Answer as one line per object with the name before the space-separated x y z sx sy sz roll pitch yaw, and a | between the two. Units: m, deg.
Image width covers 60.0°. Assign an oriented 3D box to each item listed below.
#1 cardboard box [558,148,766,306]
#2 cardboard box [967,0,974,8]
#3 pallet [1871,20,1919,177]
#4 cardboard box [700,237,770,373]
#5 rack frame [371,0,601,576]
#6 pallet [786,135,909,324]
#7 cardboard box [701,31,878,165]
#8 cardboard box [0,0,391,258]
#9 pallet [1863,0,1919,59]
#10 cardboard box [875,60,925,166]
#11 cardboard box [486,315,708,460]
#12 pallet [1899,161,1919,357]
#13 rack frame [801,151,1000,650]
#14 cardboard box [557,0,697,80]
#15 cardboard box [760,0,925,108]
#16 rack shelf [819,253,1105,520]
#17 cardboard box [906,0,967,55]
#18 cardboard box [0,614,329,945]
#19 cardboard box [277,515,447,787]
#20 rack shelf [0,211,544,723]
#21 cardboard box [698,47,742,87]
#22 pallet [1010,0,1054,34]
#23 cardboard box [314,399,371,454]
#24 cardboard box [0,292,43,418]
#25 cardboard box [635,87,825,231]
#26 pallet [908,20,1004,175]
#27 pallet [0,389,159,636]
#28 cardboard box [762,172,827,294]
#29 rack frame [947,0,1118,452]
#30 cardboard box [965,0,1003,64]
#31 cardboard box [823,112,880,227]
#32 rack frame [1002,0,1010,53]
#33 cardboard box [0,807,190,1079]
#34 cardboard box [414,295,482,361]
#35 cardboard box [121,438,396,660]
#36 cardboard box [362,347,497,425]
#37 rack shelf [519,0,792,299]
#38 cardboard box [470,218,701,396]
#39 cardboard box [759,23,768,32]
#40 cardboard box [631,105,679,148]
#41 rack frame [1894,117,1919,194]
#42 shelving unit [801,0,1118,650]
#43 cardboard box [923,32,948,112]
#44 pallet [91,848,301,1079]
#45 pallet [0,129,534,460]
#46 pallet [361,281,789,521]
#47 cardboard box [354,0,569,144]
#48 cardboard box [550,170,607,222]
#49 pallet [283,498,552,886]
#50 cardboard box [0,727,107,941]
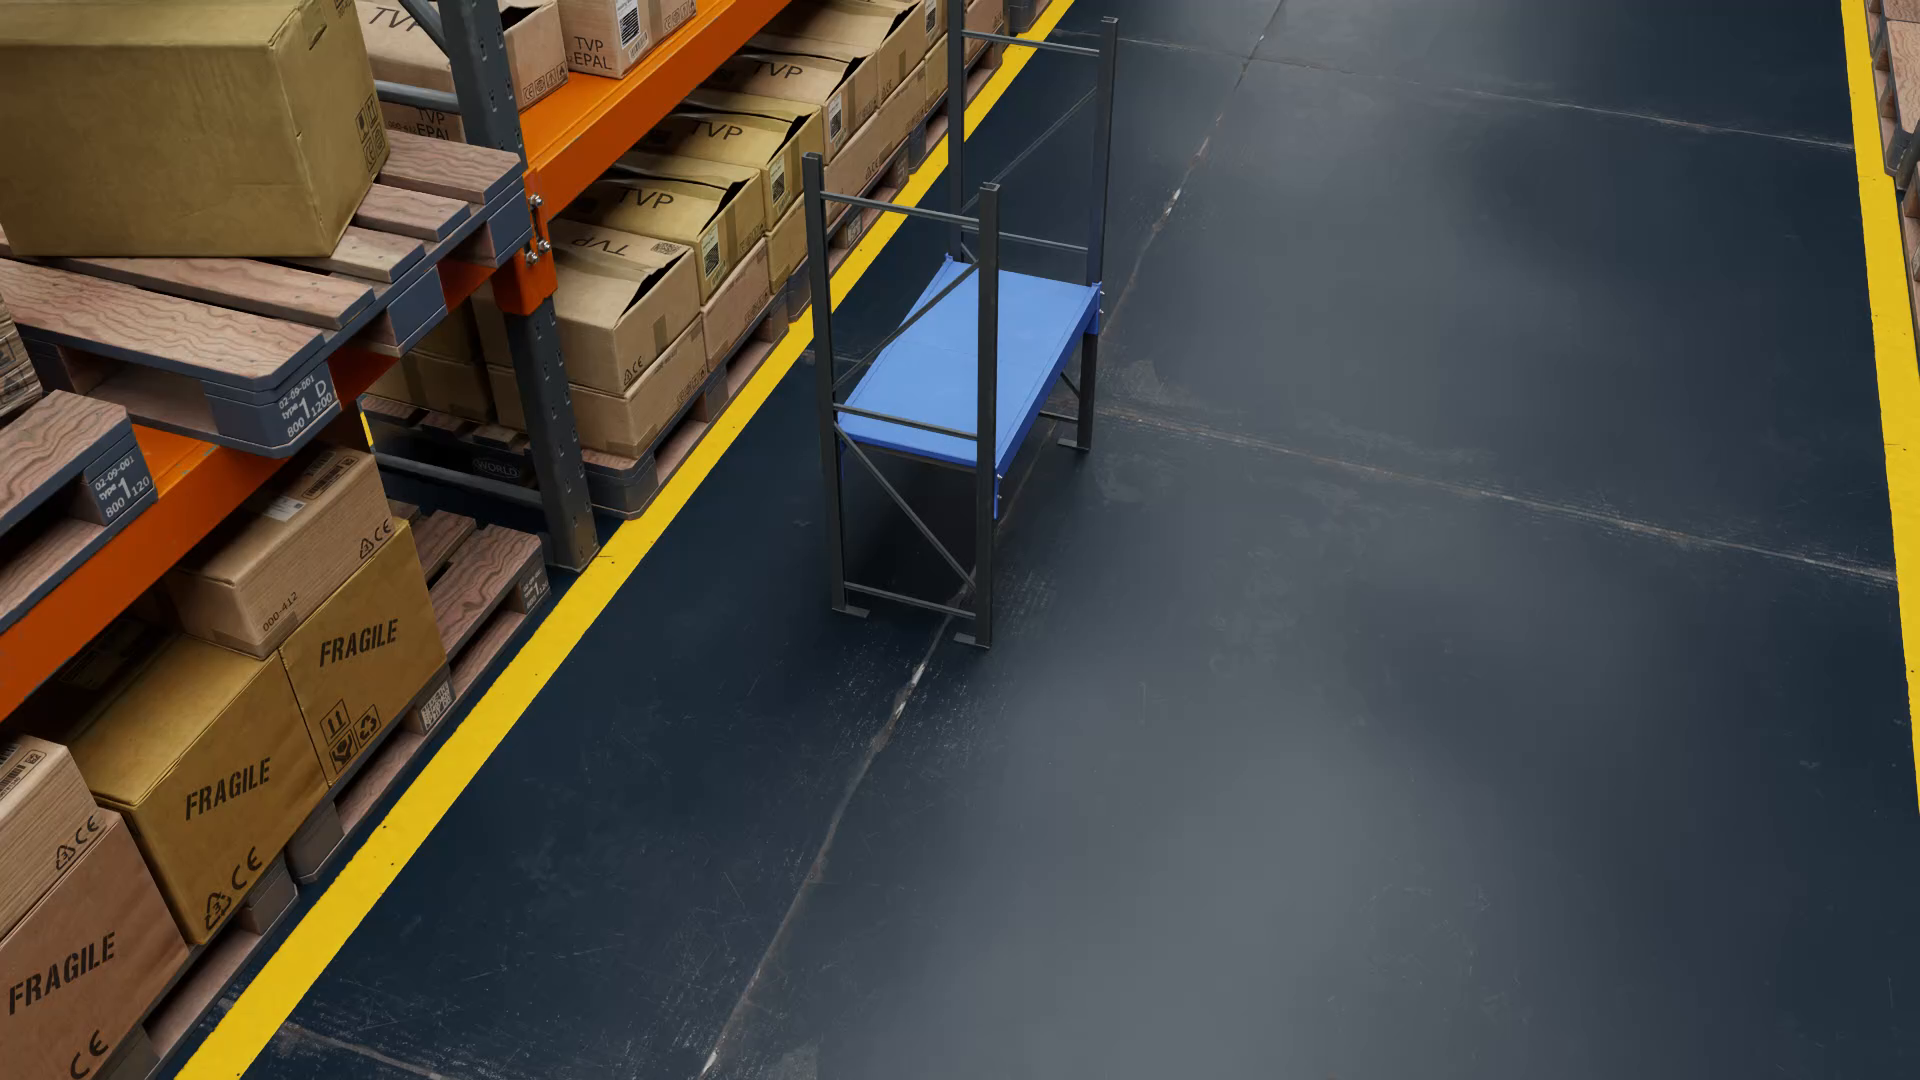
cardboard box | -0.990 -1.084 5.573 0.500 0.311 0.500 12 42 14
cardboard box | -0.118 -2.637 7.393 0.500 0.311 0.500 13 42 15
pallet | 4.604 -1.880 7.291 1.003 0.211 1.213 13 42 15
cardboard box | -0.991 -0.856 5.737 0.500 0.250 0.500 12 42 14
rack frame | -1.617 -1.181 4.323 1.000 3.000 0.127 13 42 15
pallet | -0.880 -1.355 6.676 1.003 0.211 1.213 13 42 15
cardboard box | -0.638 -1.709 6.305 0.500 0.311 0.500 13 42 15
cardboard box | -1.726 -0.970 3.675 0.700 0.500 0.500 0 40 0
pallet | 5.019 -2.627 8.166 1.003 0.211 1.213 13 42 15
cardboard box | -0.468 -1.797 6.840 0.500 0.250 0.500 14 42 16
cardboard box | -1.162 -0.549 5.377 0.500 0.250 0.500 13 42 15
pallet | 4.142 -0.987 6.245 1.003 0.211 1.213 13 42 15
rack frame | -0.145 -0.313 4.461 0.500 1.500 0.032 13 42 15
cardboard box | -1.129 -1.649 4.941 0.500 0.311 0.500 13 42 15
cardboard box | -0.463 -2.014 6.663 0.500 0.311 0.500 13 42 15
rack shelf | 0.029 -0.486 4.941 0.538 0.185 1.000 13 42 15
cardboard box | -0.290 -2.318 7.019 0.500 0.311 0.500 14 43 16
cardboard box | -1.894 0.541 3.892 0.500 0.500 0.500 12 42 14
cardboard box | -1.716 0.225 4.262 0.500 0.500 0.500 15 43 17
rack shelf | -2.301 0.313 3.127 1.077 0.370 4.000 13 42 15
cardboard box | -1.149 -1.813 6.427 0.500 0.311 0.500 14 43 16
pallet | 0.062 -3.036 8.645 1.003 0.211 1.213 13 42 15
cardboard box | -2.041 -0.183 4.740 0.500 0.500 0.500 15 43 17
cardboard box | -2.219 -0.454 3.071 0.700 0.500 0.500 21 45 23
cardboard box | -0.814 -1.395 5.937 0.500 0.311 0.500 12 42 14
pallet | -0.464 -2.102 7.551 1.003 0.211 1.213 13 42 15
pallet | -2.278 0.079 2.994 1.003 0.211 1.213 13 42 15
cardboard box | -0.819 -1.174 6.110 0.500 0.250 0.500 12 42 14
rack frame | 0.203 -0.933 5.188 0.500 1.500 0.032 13 42 15
cardboard box | -0.119 -2.417 7.567 0.500 0.250 0.500 13 42 15
cardboard box | -0.643 -1.487 6.476 0.500 0.250 0.500 14 42 16
rack frame | -0.249 -3.621 7.183 1.000 3.000 0.127 13 42 15
cardboard box | -2.067 0.862 3.515 0.500 0.500 0.500 12 42 13
cardboard box | -1.669 -0.882 5.336 0.500 0.311 0.500 14 43 16
cardboard box | -1.732 -0.025 3.977 0.500 0.250 0.500 15 43 17
cardboard box | -1.666 -0.670 5.519 0.500 0.250 0.500 14 42 16
rack shelf | -0.933 -2.127 5.986 1.077 0.370 4.000 13 42 15
cardboard box | -1.162 -0.762 5.195 0.500 0.311 0.500 15 43 17
cardboard box | -0.977 -2.131 6.799 0.500 0.311 0.500 12 42 14
cardboard box | -1.322 -1.508 6.069 0.500 0.311 0.500 13 42 15
rack frame | 4.407 -2.523 5.897 1.000 3.000 0.127 13 42 15
shelving unit | 0.029 -0.623 4.824 0.538 1.500 1.048 13 42 15
cardboard box | -0.293 -2.109 7.206 0.500 0.250 0.500 13 42 14
pallet | -2.327 1.069 3.835 1.003 0.211 1.213 13 42 15
pallet | -1.783 -0.679 3.882 1.213 0.211 1.003 13 42 15
pallet | -1.299 -0.613 5.806 1.003 0.211 1.213 13 42 15
cardboard box | -1.452 -1.359 4.601 0.500 0.311 0.500 16 43 18
cardboard box | -1.498 -1.200 5.709 0.500 0.311 0.500 13 42 14
pallet | -1.908 0.327 4.704 1.003 0.211 1.213 13 42 15
cardboard box | -2.077 0.600 3.245 0.500 0.250 0.500 13 42 14
